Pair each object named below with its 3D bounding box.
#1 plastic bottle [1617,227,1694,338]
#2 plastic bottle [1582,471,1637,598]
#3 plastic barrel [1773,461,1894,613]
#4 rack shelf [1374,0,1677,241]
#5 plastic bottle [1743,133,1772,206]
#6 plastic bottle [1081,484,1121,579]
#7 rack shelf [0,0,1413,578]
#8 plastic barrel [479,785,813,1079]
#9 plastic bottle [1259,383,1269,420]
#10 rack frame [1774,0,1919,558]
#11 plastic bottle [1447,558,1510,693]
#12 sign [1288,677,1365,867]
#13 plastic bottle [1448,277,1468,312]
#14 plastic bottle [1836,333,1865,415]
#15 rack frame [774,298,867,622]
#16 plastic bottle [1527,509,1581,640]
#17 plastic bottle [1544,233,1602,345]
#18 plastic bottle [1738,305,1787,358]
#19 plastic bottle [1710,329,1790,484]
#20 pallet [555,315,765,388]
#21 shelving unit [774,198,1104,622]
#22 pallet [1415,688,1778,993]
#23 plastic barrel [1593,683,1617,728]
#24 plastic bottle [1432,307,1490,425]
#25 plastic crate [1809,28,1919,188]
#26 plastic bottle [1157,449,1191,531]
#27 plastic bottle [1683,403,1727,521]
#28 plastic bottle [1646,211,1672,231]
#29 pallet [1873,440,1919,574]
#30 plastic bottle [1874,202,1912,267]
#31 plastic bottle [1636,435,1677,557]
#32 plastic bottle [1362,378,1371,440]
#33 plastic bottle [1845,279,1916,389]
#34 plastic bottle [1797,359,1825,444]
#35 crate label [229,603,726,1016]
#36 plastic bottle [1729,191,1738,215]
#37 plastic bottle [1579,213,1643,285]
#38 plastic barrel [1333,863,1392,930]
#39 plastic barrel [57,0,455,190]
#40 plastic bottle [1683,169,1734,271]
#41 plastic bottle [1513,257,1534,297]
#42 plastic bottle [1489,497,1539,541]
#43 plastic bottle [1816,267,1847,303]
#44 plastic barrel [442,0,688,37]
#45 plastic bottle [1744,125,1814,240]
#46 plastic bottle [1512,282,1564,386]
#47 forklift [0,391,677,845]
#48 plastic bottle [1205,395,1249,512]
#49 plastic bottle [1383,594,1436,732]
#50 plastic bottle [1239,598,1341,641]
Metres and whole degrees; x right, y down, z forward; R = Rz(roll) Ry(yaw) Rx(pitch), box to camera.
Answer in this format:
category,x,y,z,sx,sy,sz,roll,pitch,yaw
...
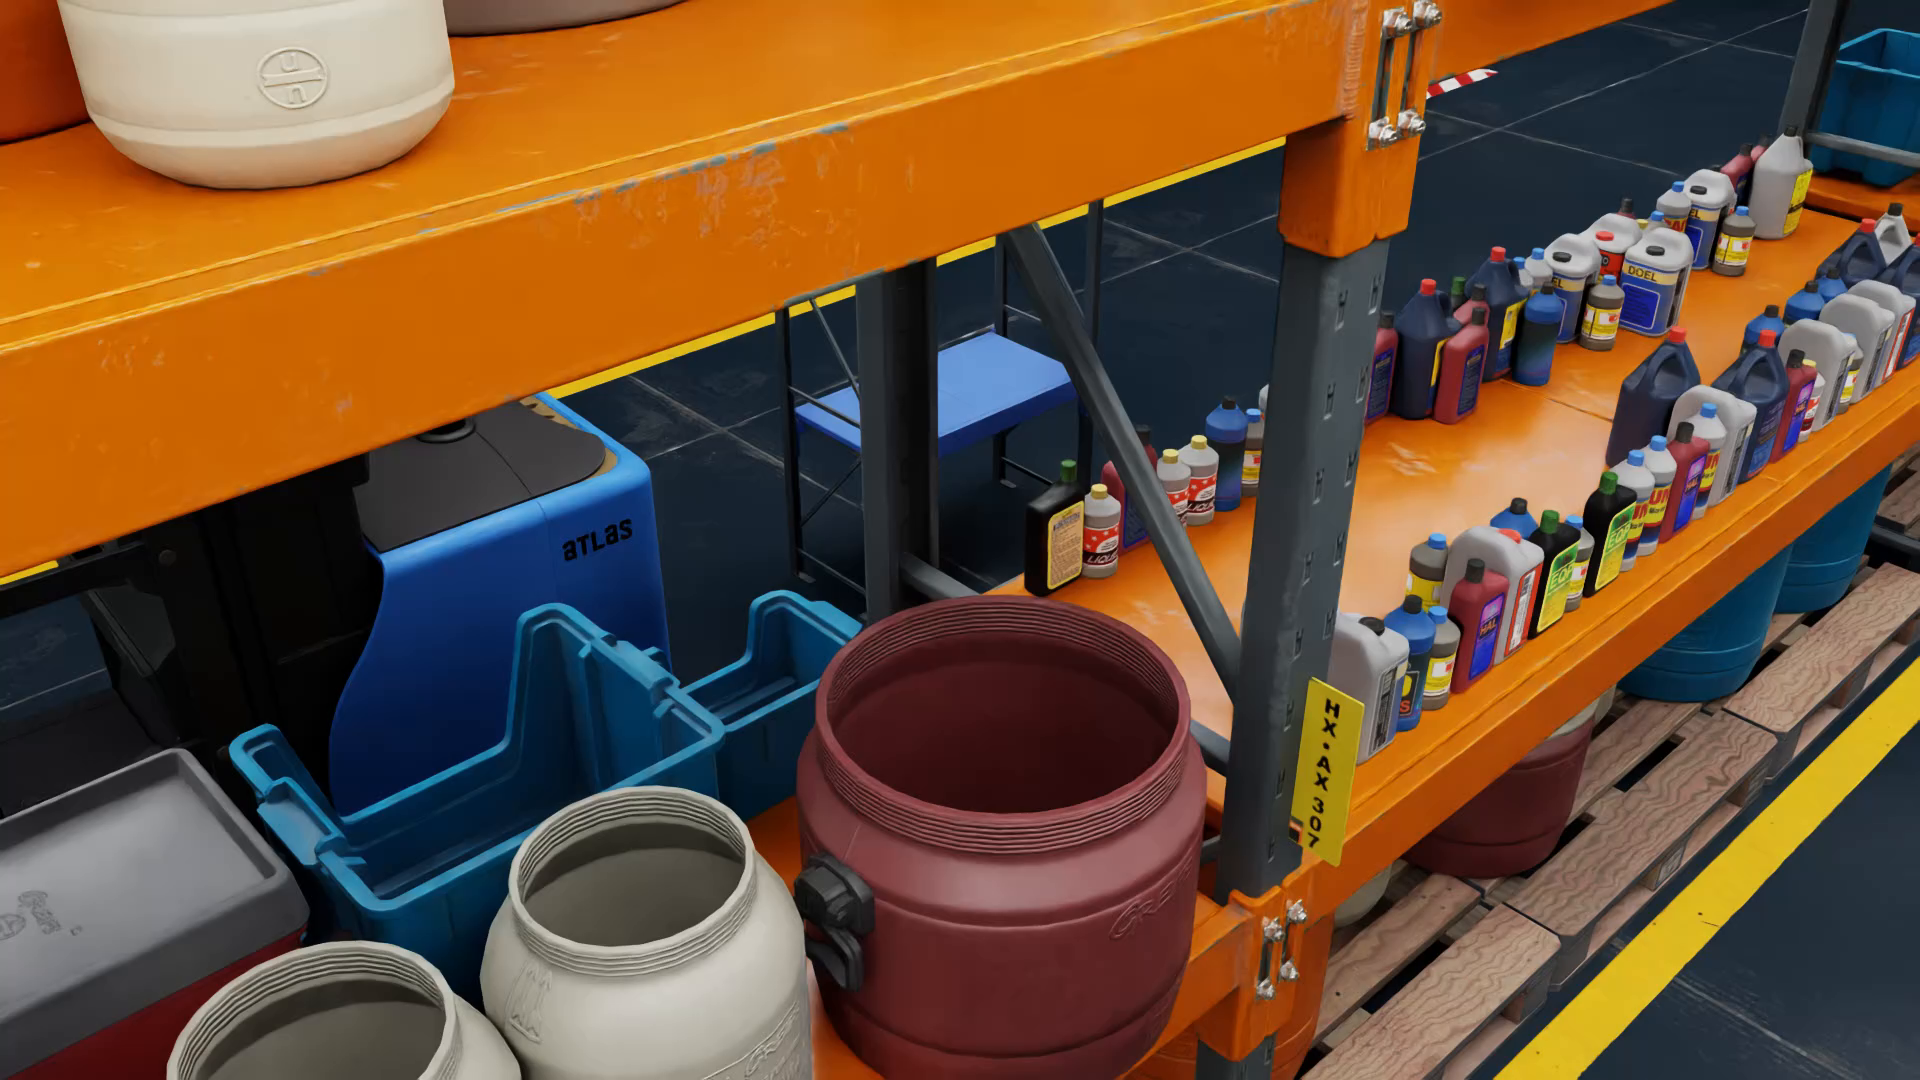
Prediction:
category,x,y,z,sx,sy,sz,roll,pitch,yaw
plastic bottle,1.954,-0.731,4.689,0.135,0.276,0.152,-26,40,-35
plastic bottle,1.369,-0.026,3.529,0.133,0.283,0.061,-26,40,-35
plastic barrel,2.717,-0.286,5.452,0.708,0.901,0.600,-26,40,-35
rack shelf,1.661,-1.452,3.564,4.000,0.370,1.077,-26,40,-35
plastic bottle,2.569,-1.172,5.404,0.133,0.283,0.061,-26,40,-35
plastic bottle,0.298,-0.026,3.608,0.097,0.201,0.097,0,31,0
rack shelf,-1.272,-0.033,1.244,4.000,0.370,1.077,-26,40,-35
plastic barrel,-0.414,0.629,2.239,0.421,0.512,0.421,0,31,0
plastic bottle,0.753,-0.276,3.949,0.097,0.271,0.097,0,31,0
rack frame,3.128,-1.189,5.319,0.127,3.000,1.000,-26,40,-35
plastic bottle,1.004,0.151,3.240,0.133,0.283,0.061,-26,40,-35
sign,0.574,0.368,2.616,0.005,0.325,0.100,-26,40,-35
plastic bottle,1.273,-0.545,4.378,0.133,0.283,0.061,-26,40,-35
plastic bottle,2.256,-0.433,4.273,0.097,0.201,0.097,0,31,0
rack frame,-0.435,-0.429,5.514,0.032,1.500,0.500,-26,40,-35
plastic bottle,1.200,0.056,3.395,0.133,0.283,0.061,-26,40,-35
plastic bottle,1.680,-0.707,4.650,0.135,0.276,0.152,-26,40,-35
plastic bottle,2.054,-0.473,4.272,0.097,0.271,0.097,0,31,0
plastic bottle,1.868,-0.326,3.955,0.185,0.351,0.144,-26,40,-35
pallet,-1.703,-1.157,7.941,1.213,0.211,1.003,-26,40,-35
shelving unit,-0.063,-0.610,5.809,1.048,1.500,0.538,-26,40,-35
pallet,1.639,0.693,4.914,1.213,0.211,1.003,-26,40,-35
plastic barrel,1.723,0.297,4.871,0.421,0.512,0.421,0,31,0
plastic bottle,1.273,-0.443,4.211,0.133,0.283,0.061,-26,40,-35
plastic crate,3.238,-1.504,5.792,0.575,0.384,0.392,-26,40,-35
plastic bottle,0.467,-0.108,3.741,0.097,0.201,0.097,0,31,0
plastic bottle,1.682,-0.185,3.801,0.097,0.271,0.097,0,31,0
plastic bottle,2.086,-0.891,5.022,0.097,0.201,0.097,0,31,0
pallet,3.641,-0.275,6.497,1.213,0.211,1.003,-26,40,-35
plastic bottle,2.578,-0.772,4.684,0.185,0.351,0.144,-26,40,-35
plastic bottle,1.513,-0.103,3.667,0.097,0.271,0.097,0,31,0
plastic bottle,0.967,-0.350,4.137,0.097,0.201,0.097,0,31,0
plastic bottle,2.421,-0.564,4.416,0.135,0.276,0.152,-26,40,-35
plastic bottle,2.086,-0.351,4.139,0.097,0.201,0.097,0,31,0
crate label,-0.718,0.464,2.582,0.616,0.435,0.502,-26,40,-35
plastic bottle,2.399,-1.042,5.269,0.097,0.201,0.097,0,31,0
plastic bottle,1.850,-0.789,4.784,0.135,0.276,0.152,-26,40,-35
plastic barrel,0.895,0.698,4.216,0.421,0.512,0.421,0,31,0
plastic barrel,-0.579,-0.450,1.369,0.301,0.262,0.301,0,31,0
plastic bottle,2.261,-0.988,5.109,0.135,0.276,0.152,-26,40,-35
plastic bottle,1.505,-0.640,4.544,0.097,0.271,0.097,0,31,0
plastic bottle,1.133,0.037,3.438,0.097,0.271,0.097,0,31,0
plastic bottle,2.322,-0.603,4.484,0.097,0.271,0.097,0,31,0
plastic barrel,-0.555,-1.055,1.745,0.600,0.901,0.600,0,31,0
plastic bottle,2.620,-1.153,5.307,0.185,0.351,0.144,-26,40,-35
plastic bottle,1.532,-0.550,4.397,0.097,0.271,0.097,0,31,0
forklift,-2.285,-0.237,3.828,3.031,2.935,1.130,-24,39,-34
plastic bottle,0.610,-0.207,3.836,0.097,0.271,0.097,0,31,0
plastic bottle,0.835,0.224,3.131,0.097,0.271,0.097,0,31,0
plastic bottle,0.628,0.195,3.175,0.135,0.276,0.152,-26,40,-35
